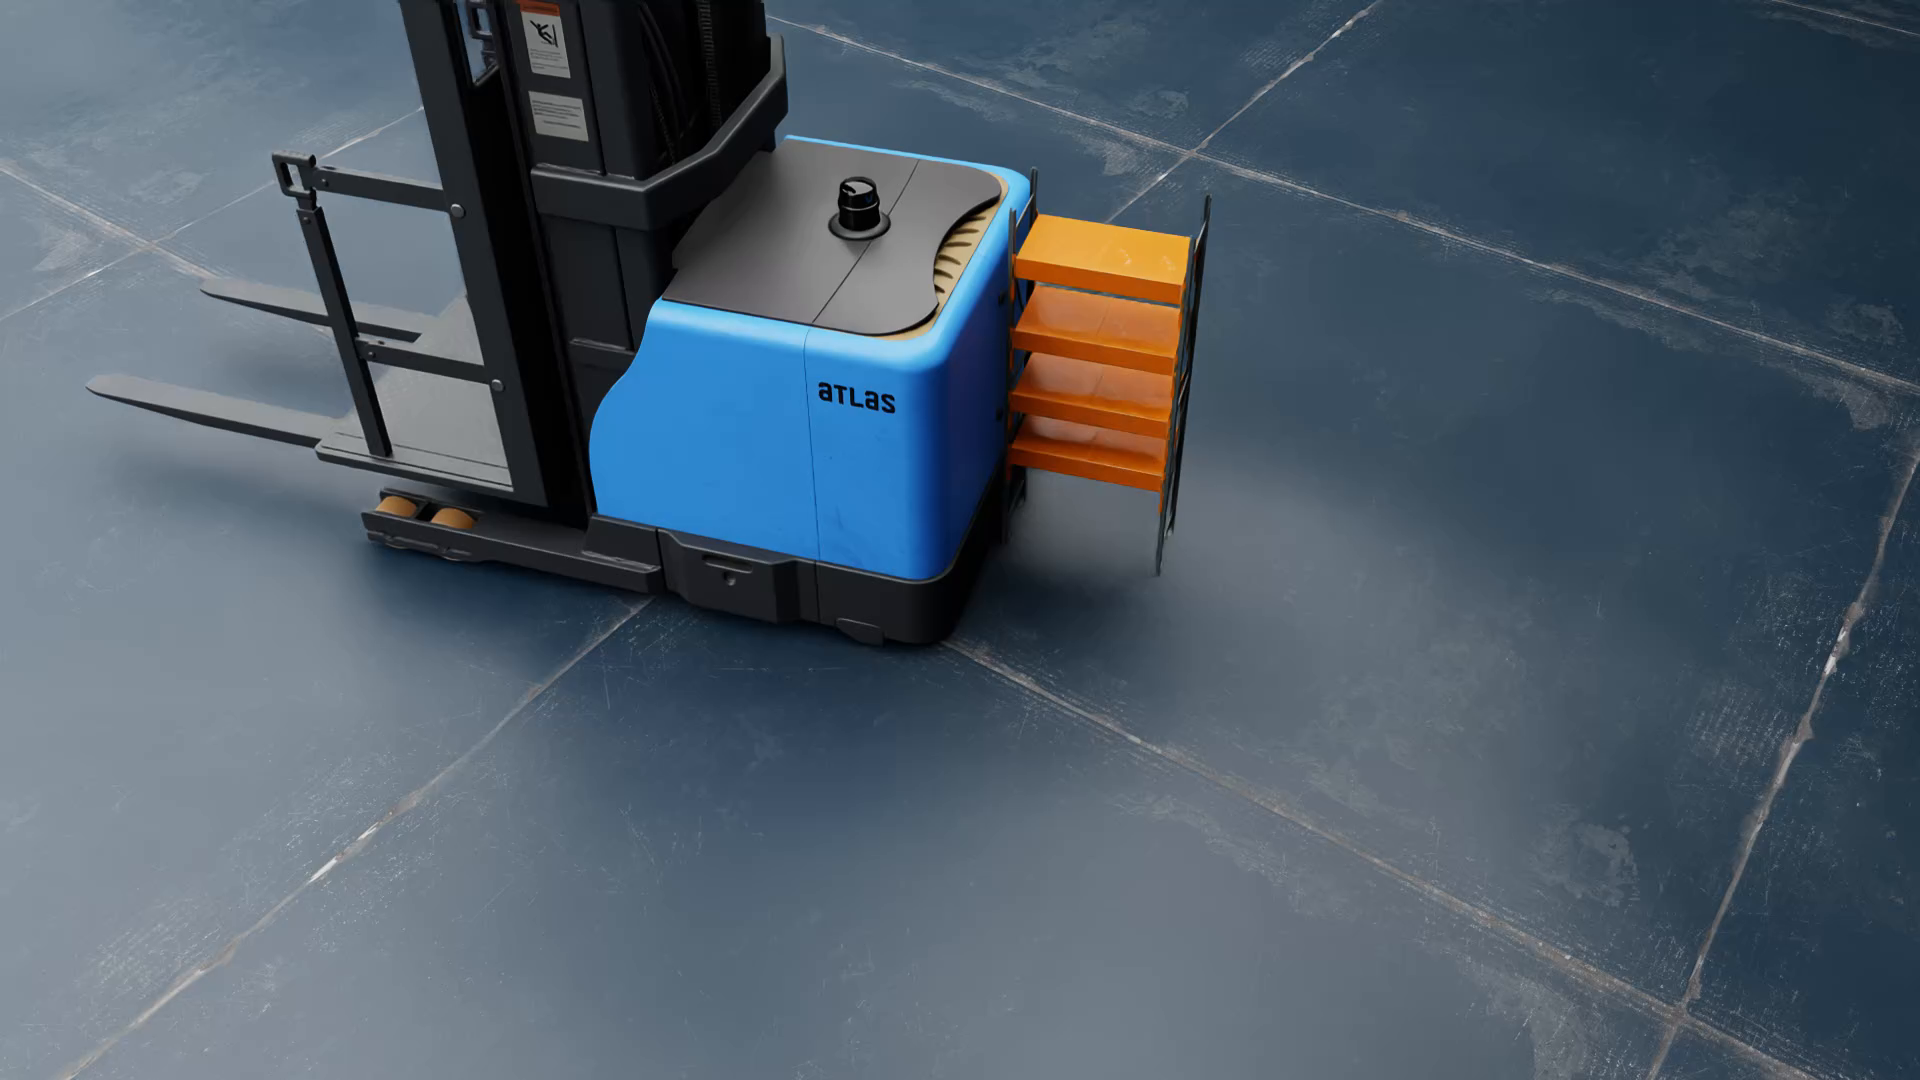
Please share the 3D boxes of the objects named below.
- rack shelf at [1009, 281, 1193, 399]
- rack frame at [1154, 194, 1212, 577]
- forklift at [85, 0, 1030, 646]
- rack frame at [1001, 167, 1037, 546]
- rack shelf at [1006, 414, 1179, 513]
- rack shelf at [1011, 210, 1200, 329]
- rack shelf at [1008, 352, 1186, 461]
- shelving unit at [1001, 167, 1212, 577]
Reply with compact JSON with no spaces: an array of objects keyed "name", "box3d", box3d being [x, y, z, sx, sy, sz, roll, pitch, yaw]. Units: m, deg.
[{"name":"rack shelf","box3d":[0.406,-0.576,4.759,0.480,0.148,0.258,11,43,13]},{"name":"rack frame","box3d":[0.640,-0.412,4.811,0.015,1.200,0.240,11,43,13]},{"name":"forklift","box3d":[-1.343,-1.350,4.561,3.031,2.935,1.130,12,43,13]},{"name":"rack frame","box3d":[0.173,-0.507,4.917,0.015,1.200,0.240,11,43,13]},{"name":"rack shelf","box3d":[0.406,-0.261,5.041,0.480,0.148,0.258,11,43,13]},{"name":"rack shelf","box3d":[0.406,-0.752,4.602,0.480,0.148,0.258,11,43,13]},{"name":"rack shelf","box3d":[0.406,-0.409,4.909,0.480,0.148,0.258,11,43,13]},{"name":"shelving unit","box3d":[0.406,-0.459,4.864,0.503,1.200,0.258,11,43,13]}]
